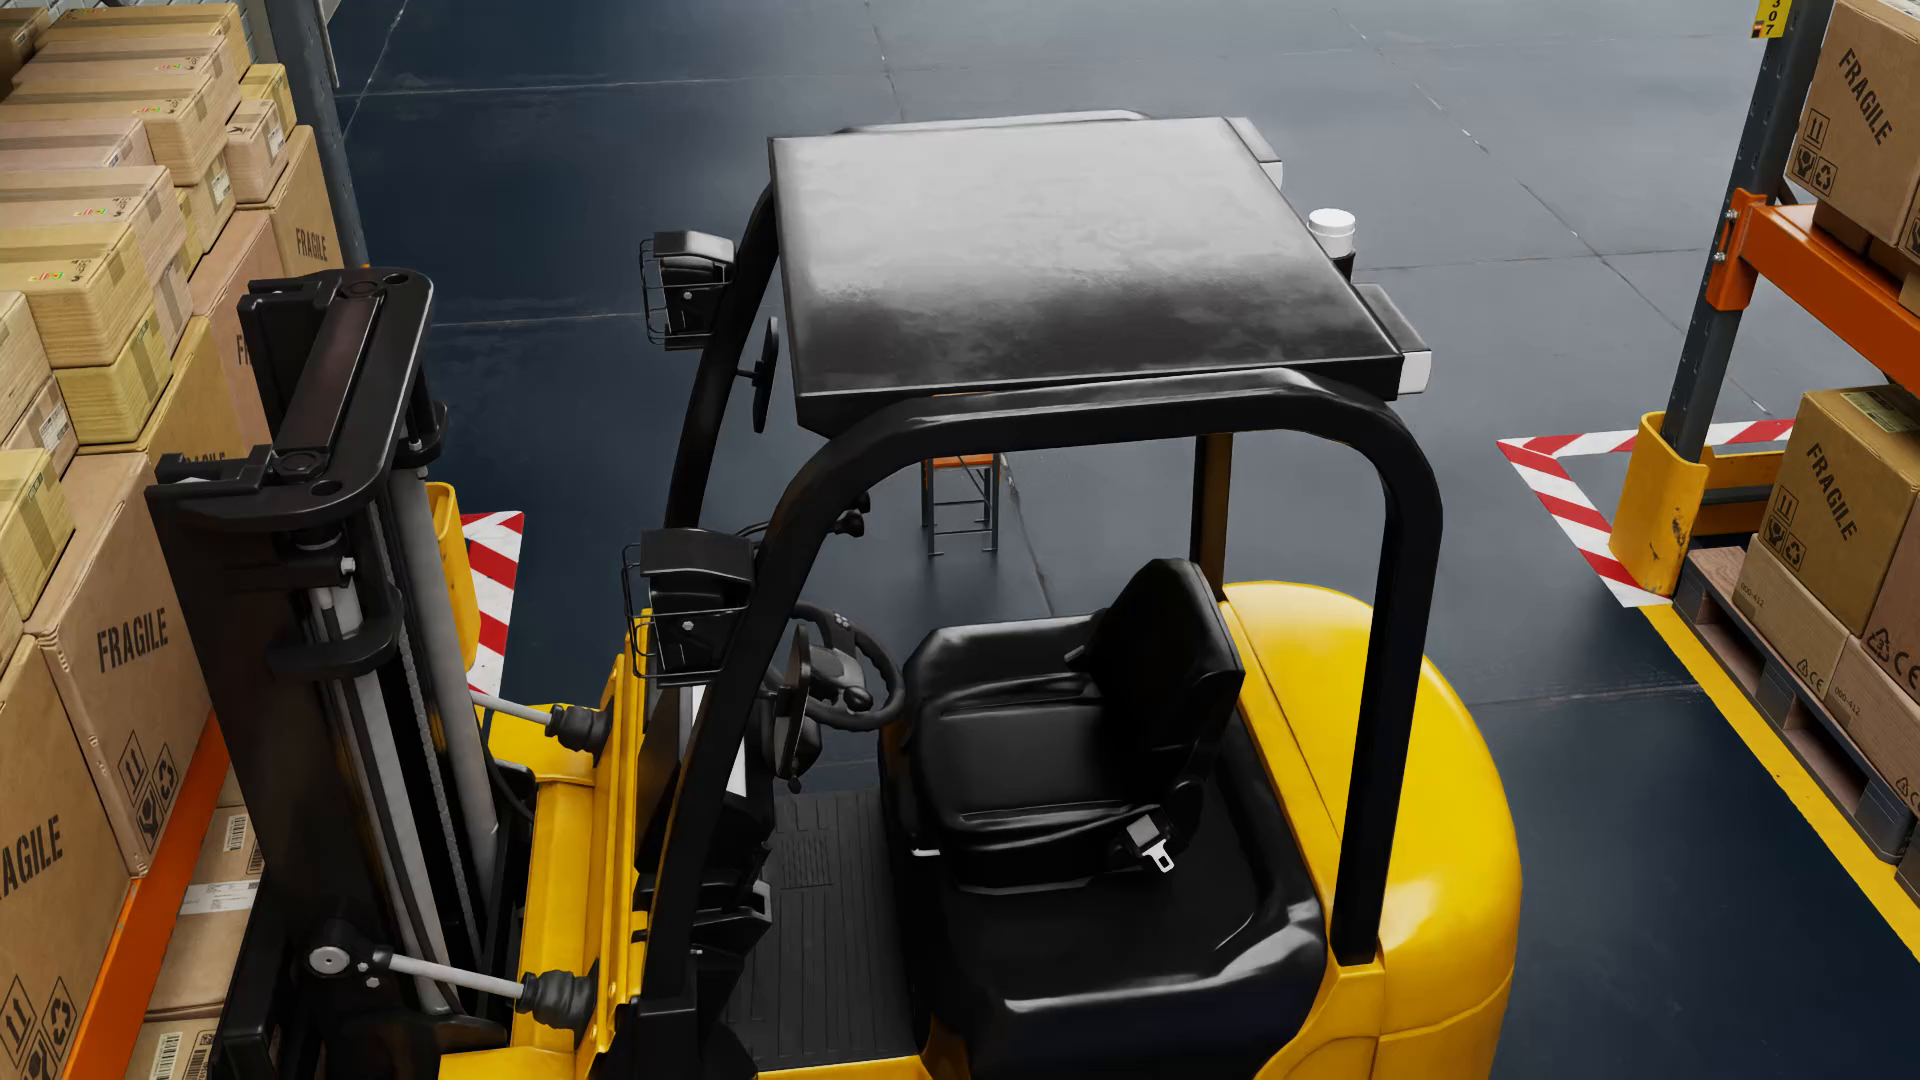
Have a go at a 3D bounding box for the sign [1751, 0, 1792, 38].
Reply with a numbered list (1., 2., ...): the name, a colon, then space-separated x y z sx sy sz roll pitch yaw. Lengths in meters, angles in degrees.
1. sign: 2.274 -1.551 4.593 0.100 0.325 0.005 -4 35 -6

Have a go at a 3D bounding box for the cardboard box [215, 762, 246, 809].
1. cardboard box: -1.583 0.492 3.545 0.500 0.250 0.500 -4 34 -6

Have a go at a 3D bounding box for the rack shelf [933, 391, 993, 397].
1. rack shelf: -0.002 -0.467 5.449 0.258 0.103 0.180 -4 35 -6

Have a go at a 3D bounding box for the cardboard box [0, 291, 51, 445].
1. cardboard box: -1.637 -0.249 2.523 0.380 0.149 0.250 -4 34 -6

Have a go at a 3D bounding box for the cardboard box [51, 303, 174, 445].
1. cardboard box: -1.585 -0.279 2.831 0.380 0.149 0.250 -4 34 -6

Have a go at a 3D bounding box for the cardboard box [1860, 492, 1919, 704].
1. cardboard box: 2.725 0.195 4.204 0.500 0.500 0.500 -6 35 -8

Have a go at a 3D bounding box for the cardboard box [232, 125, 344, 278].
1. cardboard box: -1.780 -0.643 3.940 0.500 0.500 0.500 -5 35 -7

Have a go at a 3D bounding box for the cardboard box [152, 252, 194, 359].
1. cardboard box: -1.639 -0.419 3.036 0.380 0.149 0.250 -5 35 -8

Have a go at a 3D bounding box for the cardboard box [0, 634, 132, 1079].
1. cardboard box: -1.525 0.496 2.270 0.500 0.500 0.500 -5 35 -7

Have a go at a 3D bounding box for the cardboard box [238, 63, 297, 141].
1. cardboard box: -1.782 -0.993 3.879 0.380 0.149 0.250 -4 34 -6

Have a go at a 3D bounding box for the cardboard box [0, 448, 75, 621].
1. cardboard box: -1.539 0.005 2.415 0.380 0.149 0.250 -5 35 -7

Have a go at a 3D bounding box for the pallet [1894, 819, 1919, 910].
1. pallet: 3.057 1.096 3.954 1.003 0.211 1.213 -4 35 -6

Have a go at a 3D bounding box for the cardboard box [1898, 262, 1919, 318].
1. cardboard box: 2.656 -0.631 4.235 0.380 0.149 0.250 -5 35 -8

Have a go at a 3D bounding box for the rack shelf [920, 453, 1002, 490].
1. rack shelf: -0.002 -0.269 5.584 0.258 0.103 0.180 -4 35 -6

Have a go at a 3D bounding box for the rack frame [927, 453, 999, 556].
1. rack frame: 0.010 -0.453 5.349 0.240 1.200 0.006 -4 35 -6

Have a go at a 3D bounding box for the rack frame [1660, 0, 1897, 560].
1. rack frame: 2.812 -1.234 4.897 1.000 3.000 0.127 -4 35 -6

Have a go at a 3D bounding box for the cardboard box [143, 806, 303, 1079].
1. cardboard box: -1.522 0.776 3.129 0.500 0.250 0.500 -5 35 -7

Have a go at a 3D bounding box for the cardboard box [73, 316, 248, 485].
1. cardboard box: -1.650 -0.066 3.095 0.500 0.500 0.500 -5 35 -7

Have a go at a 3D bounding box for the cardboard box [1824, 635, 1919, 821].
1. cardboard box: 2.708 0.485 4.443 0.500 0.250 0.500 -3 34 -5

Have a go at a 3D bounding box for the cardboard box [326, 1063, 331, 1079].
1. cardboard box: -1.522 1.191 3.407 0.500 0.250 0.500 -3 34 -5

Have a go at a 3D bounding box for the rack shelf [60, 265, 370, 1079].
1. rack shelf: -1.837 0.557 2.907 1.077 0.370 4.000 -4 35 -6

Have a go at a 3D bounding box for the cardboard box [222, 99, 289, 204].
1. cardboard box: -1.718 -0.853 3.673 0.380 0.149 0.250 -4 34 -6

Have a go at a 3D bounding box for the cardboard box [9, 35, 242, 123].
1. cardboard box: -1.785 -0.969 3.579 0.380 0.149 0.250 -4 35 -6

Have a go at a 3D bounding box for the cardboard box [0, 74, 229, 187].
1. cardboard box: -1.723 -0.825 3.368 0.380 0.149 0.250 -4 34 -5

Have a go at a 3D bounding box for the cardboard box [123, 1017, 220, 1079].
1. cardboard box: -1.459 1.069 2.698 0.500 0.250 0.500 -3 34 -5

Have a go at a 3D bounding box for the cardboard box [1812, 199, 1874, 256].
1. cardboard box: 2.653 -0.925 4.667 0.380 0.149 0.250 -4 35 -6

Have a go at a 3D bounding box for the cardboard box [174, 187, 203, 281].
1. cardboard box: -1.722 -0.564 3.249 0.380 0.149 0.250 -5 35 -7

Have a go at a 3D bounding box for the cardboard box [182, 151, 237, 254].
1. cardboard box: -1.744 -0.703 3.454 0.380 0.149 0.250 -4 34 -5

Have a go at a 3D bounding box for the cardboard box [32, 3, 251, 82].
1. cardboard box: -1.849 -1.104 3.778 0.380 0.149 0.250 -4 35 -6

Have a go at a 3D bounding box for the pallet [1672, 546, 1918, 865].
1. pallet: 2.896 0.417 4.951 1.003 0.211 1.213 -4 35 -6

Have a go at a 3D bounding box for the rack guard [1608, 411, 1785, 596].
1. rack guard: 2.822 -0.159 5.539 1.175 0.500 0.348 -4 35 -6

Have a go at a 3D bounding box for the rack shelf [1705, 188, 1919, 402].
1. rack shelf: 3.081 0.179 3.462 1.077 0.370 4.000 -4 35 -6

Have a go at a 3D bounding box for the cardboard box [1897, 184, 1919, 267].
1. cardboard box: 2.674 -0.824 3.943 0.500 0.500 0.500 -3 34 -5

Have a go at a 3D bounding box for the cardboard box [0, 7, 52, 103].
1. cardboard box: -2.273 -1.085 3.749 0.380 0.149 0.250 -5 35 -7

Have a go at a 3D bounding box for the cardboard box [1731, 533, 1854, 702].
1. cardboard box: 2.646 0.200 4.862 0.500 0.250 0.500 -5 35 -7

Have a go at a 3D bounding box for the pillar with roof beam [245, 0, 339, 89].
1. pillar with roof beam: 0.553 -6.552 7.374 9.100 9.000 0.400 -4 35 -6

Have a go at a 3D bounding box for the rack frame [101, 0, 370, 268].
1. rack frame: -2.106 -0.856 4.342 1.000 3.000 0.127 -4 35 -6

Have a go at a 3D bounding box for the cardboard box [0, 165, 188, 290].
1. cardboard box: -1.618 -0.544 2.955 0.380 0.149 0.250 -4 34 -5

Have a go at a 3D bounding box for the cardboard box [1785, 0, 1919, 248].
1. cardboard box: 2.601 -1.113 4.366 0.500 0.500 0.500 -5 35 -7

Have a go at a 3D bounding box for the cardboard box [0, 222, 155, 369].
1. cardboard box: -1.578 -0.400 2.744 0.380 0.149 0.250 -4 34 -5

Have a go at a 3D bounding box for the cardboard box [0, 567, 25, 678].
1. cardboard box: -1.494 0.153 2.198 0.380 0.149 0.250 -5 35 -8

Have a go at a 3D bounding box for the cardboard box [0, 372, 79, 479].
1. cardboard box: -1.641 -0.133 2.617 0.380 0.149 0.250 -5 35 -7

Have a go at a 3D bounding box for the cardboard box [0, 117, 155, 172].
1. cardboard box: -1.763 -0.681 3.156 0.380 0.149 0.250 -4 34 -6

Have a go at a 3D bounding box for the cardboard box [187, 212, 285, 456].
1. cardboard box: -1.719 -0.352 3.515 0.500 0.500 0.500 -3 34 -5

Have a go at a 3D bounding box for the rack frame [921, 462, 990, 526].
1. rack frame: -0.014 -0.555 5.499 0.240 1.200 0.006 -4 35 -6

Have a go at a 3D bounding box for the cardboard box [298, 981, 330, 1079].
1. cardboard box: -1.520 0.995 3.251 0.500 0.250 0.500 -4 35 -7

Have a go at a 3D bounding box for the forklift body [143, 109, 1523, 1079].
1. forklift body: -0.043 0.415 3.231 2.313 2.155 1.214 -4 35 -6

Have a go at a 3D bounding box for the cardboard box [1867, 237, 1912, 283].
1. cardboard box: 2.701 -0.785 4.461 0.380 0.149 0.250 -4 34 -6

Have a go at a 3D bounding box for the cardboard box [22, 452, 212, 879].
1. cardboard box: -1.571 0.213 2.685 0.500 0.500 0.500 -4 34 -6

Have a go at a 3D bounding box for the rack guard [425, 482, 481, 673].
1. rack guard: -2.109 0.164 5.066 1.175 0.500 0.348 -4 35 -6

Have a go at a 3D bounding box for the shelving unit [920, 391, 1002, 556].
1. shelving unit: -0.002 -0.504 5.424 0.258 1.200 0.189 -4 35 -6

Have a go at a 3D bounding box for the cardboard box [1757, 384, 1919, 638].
1. cardboard box: 2.650 -0.097 4.631 0.500 0.500 0.500 -5 35 -8
